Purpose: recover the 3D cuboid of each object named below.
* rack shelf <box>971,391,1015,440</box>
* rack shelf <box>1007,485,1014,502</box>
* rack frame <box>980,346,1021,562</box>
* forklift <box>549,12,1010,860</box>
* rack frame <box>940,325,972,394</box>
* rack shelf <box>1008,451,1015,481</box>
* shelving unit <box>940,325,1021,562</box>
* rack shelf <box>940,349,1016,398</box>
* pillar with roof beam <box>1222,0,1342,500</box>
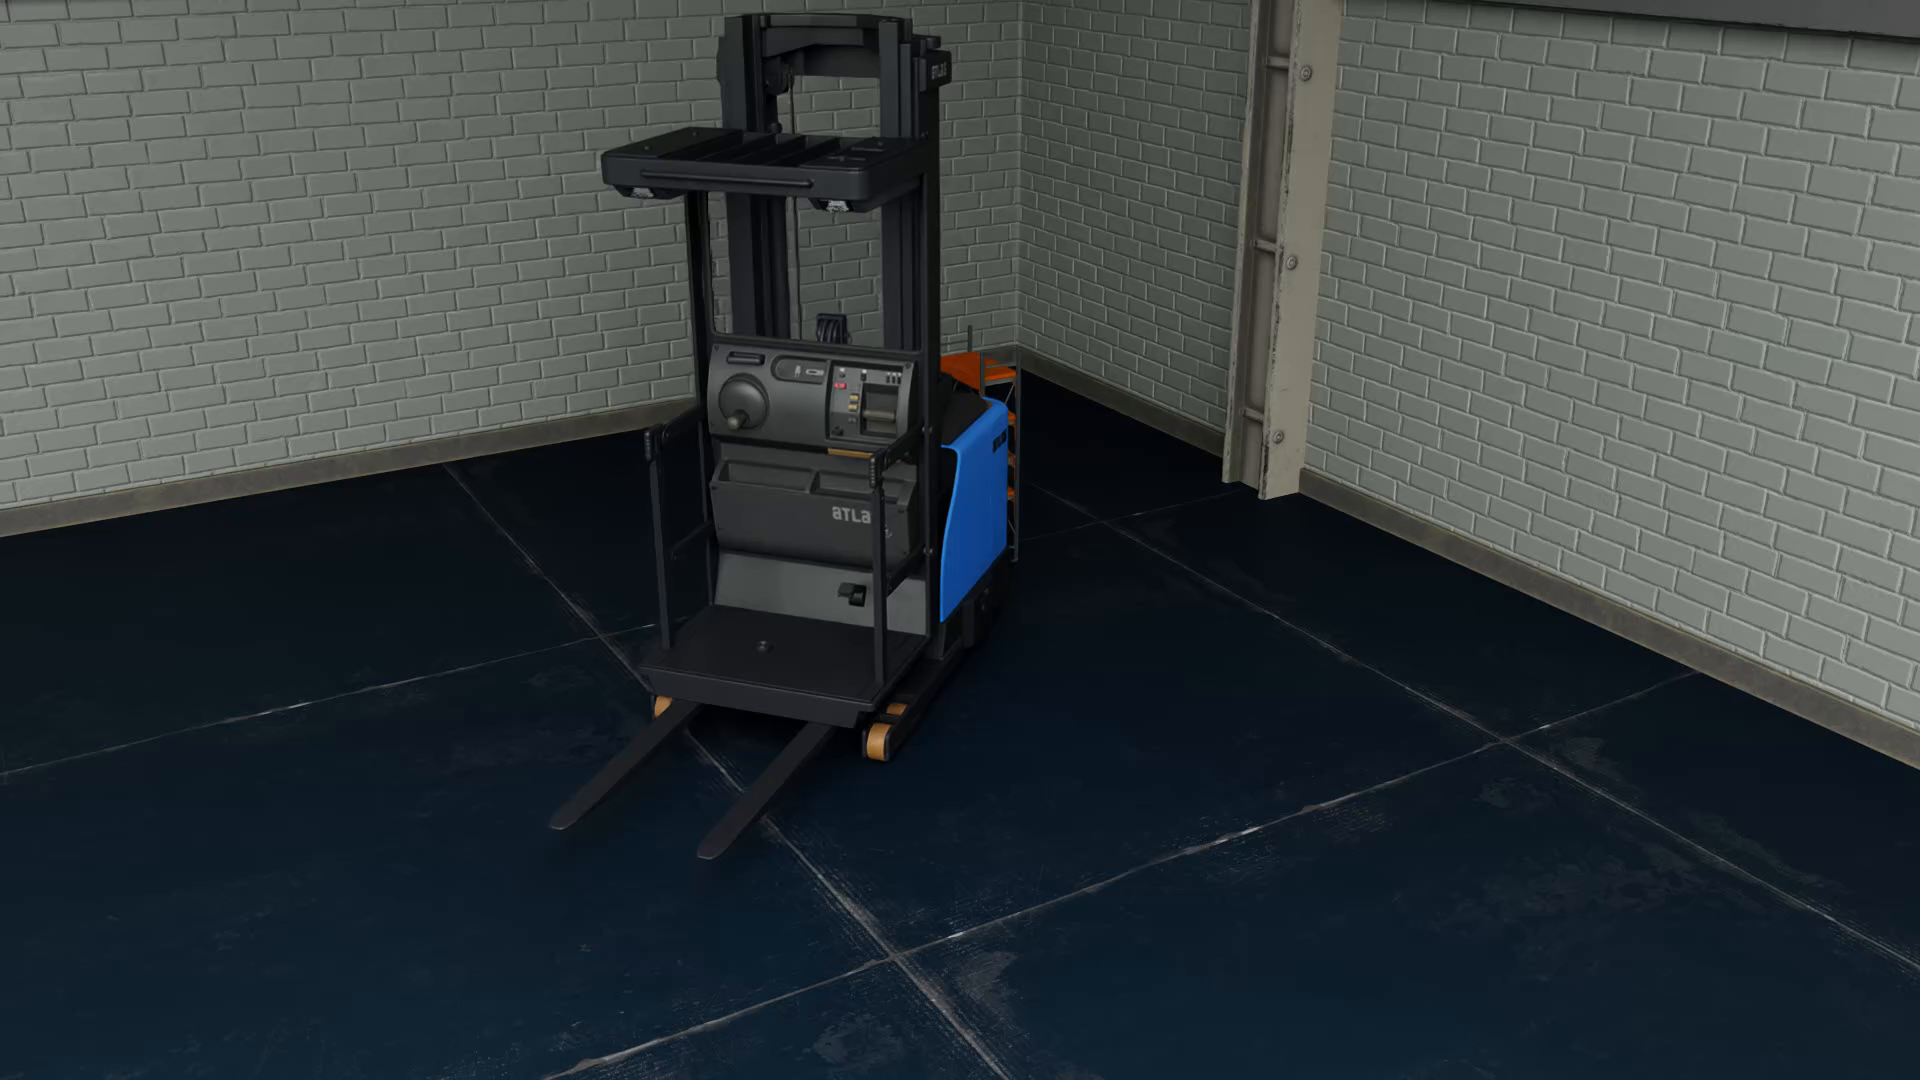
[{"bbox_3d":[0.085,-0.647,8.895,0.258,0.148,0.480,-13,25,-28],"label":"rack shelf"},{"bbox_3d":[0.085,-0.256,9.054,0.258,0.148,0.480,-13,25,-28],"label":"rack shelf"},{"bbox_3d":[0.209,-0.423,8.759,0.240,1.200,0.015,-13,25,-28],"label":"rack frame"},{"bbox_3d":[-0.708,-0.595,6.882,1.130,2.935,3.031,7,23,18],"label":"forklift"},{"bbox_3d":[-0.040,-0.581,9.148,0.240,1.200,0.015,-13,25,-28],"label":"rack frame"},{"bbox_3d":[0.085,-0.440,8.979,0.258,0.148,0.480,-13,25,-28],"label":"rack shelf"},{"bbox_3d":[0.085,-0.502,8.954,0.258,1.200,0.503,-13,25,-28],"label":"shelving unit"},{"bbox_3d":[0.085,-0.866,8.806,0.258,0.148,0.480,-13,25,-28],"label":"rack shelf"},{"bbox_3d":[-1.865,-3.672,6.394,9.100,9.000,0.400,-13,25,-28],"label":"pillar with roof beam"}]
